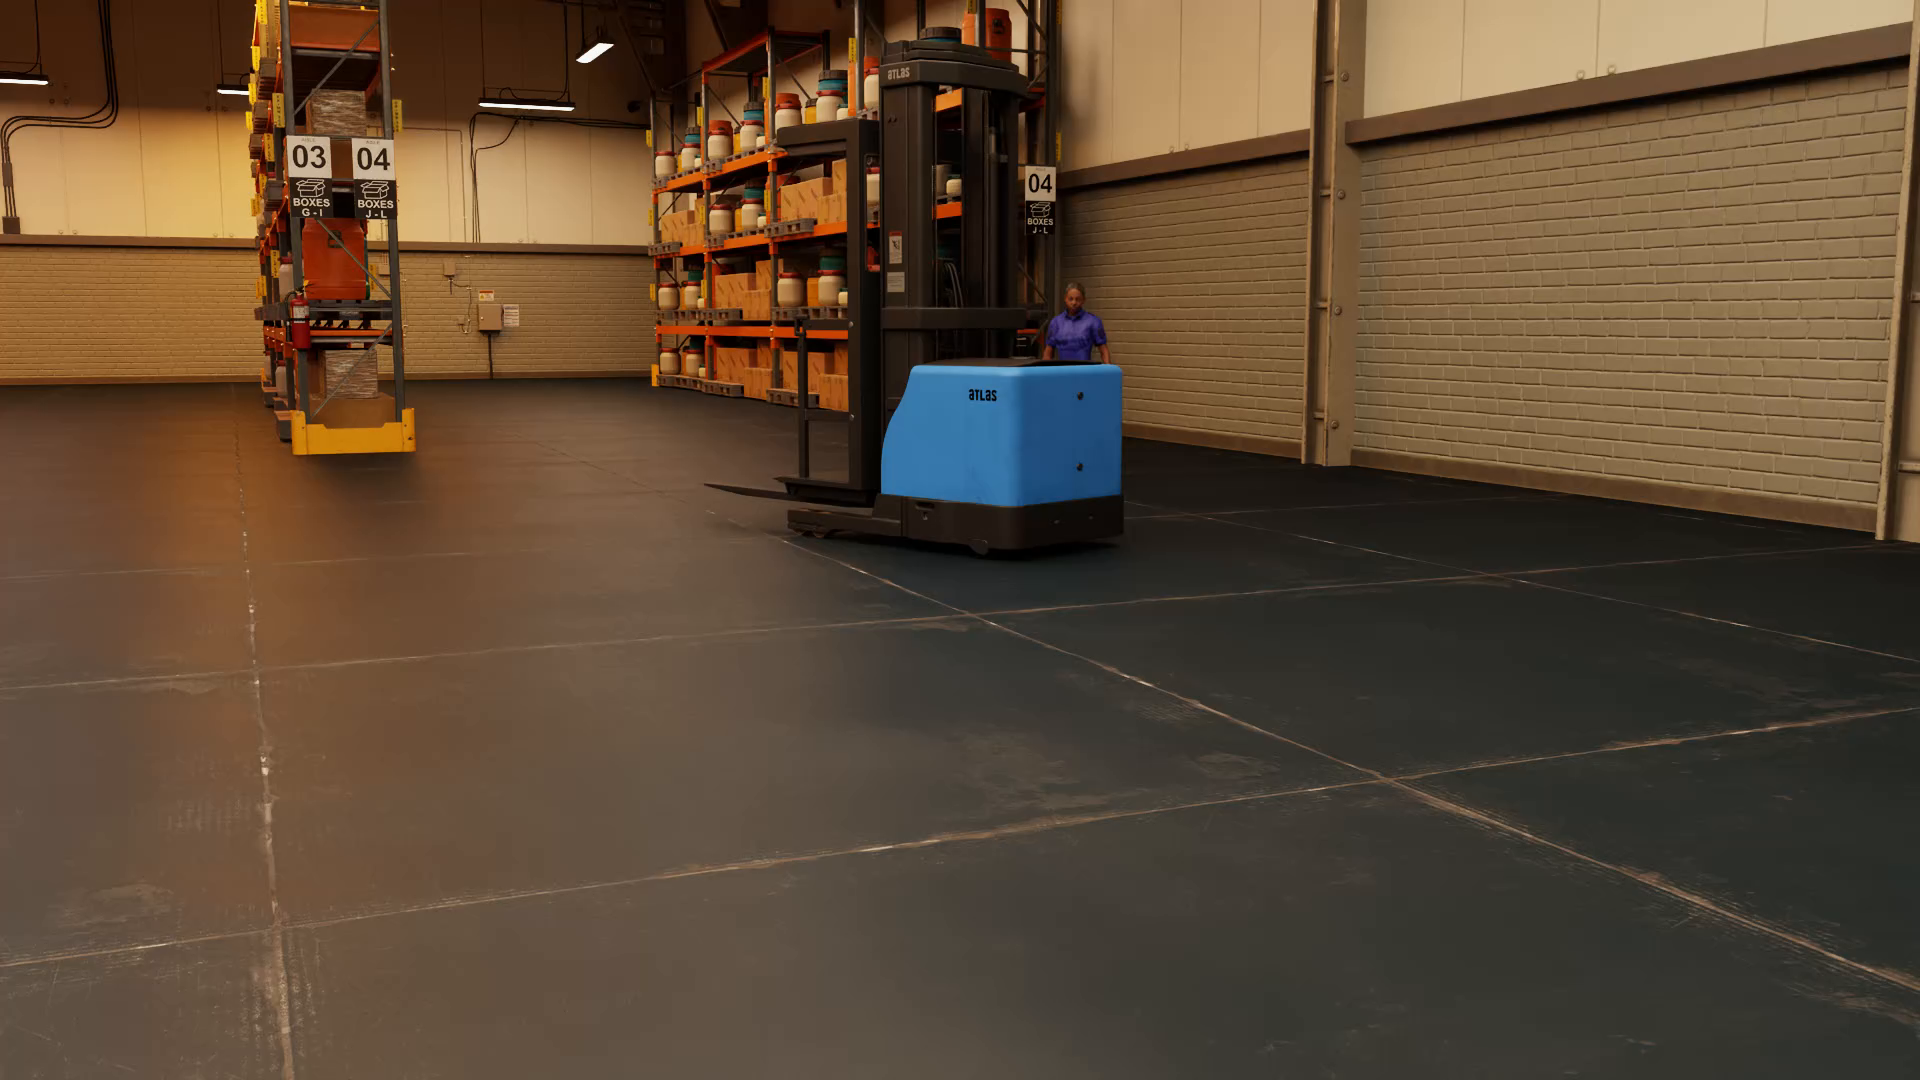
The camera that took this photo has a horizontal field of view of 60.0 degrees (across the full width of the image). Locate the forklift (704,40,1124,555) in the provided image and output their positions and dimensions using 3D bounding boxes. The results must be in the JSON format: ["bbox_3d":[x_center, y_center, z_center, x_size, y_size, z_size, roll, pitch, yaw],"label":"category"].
[{"bbox_3d":[-0.436,-1.509,10.383,3.031,2.935,1.130,7,10,44],"label":"forklift"}]

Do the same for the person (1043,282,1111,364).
[{"bbox_3d":[0.968,-1.310,13.809,0.626,1.649,0.373,2,8,15],"label":"person"}]
